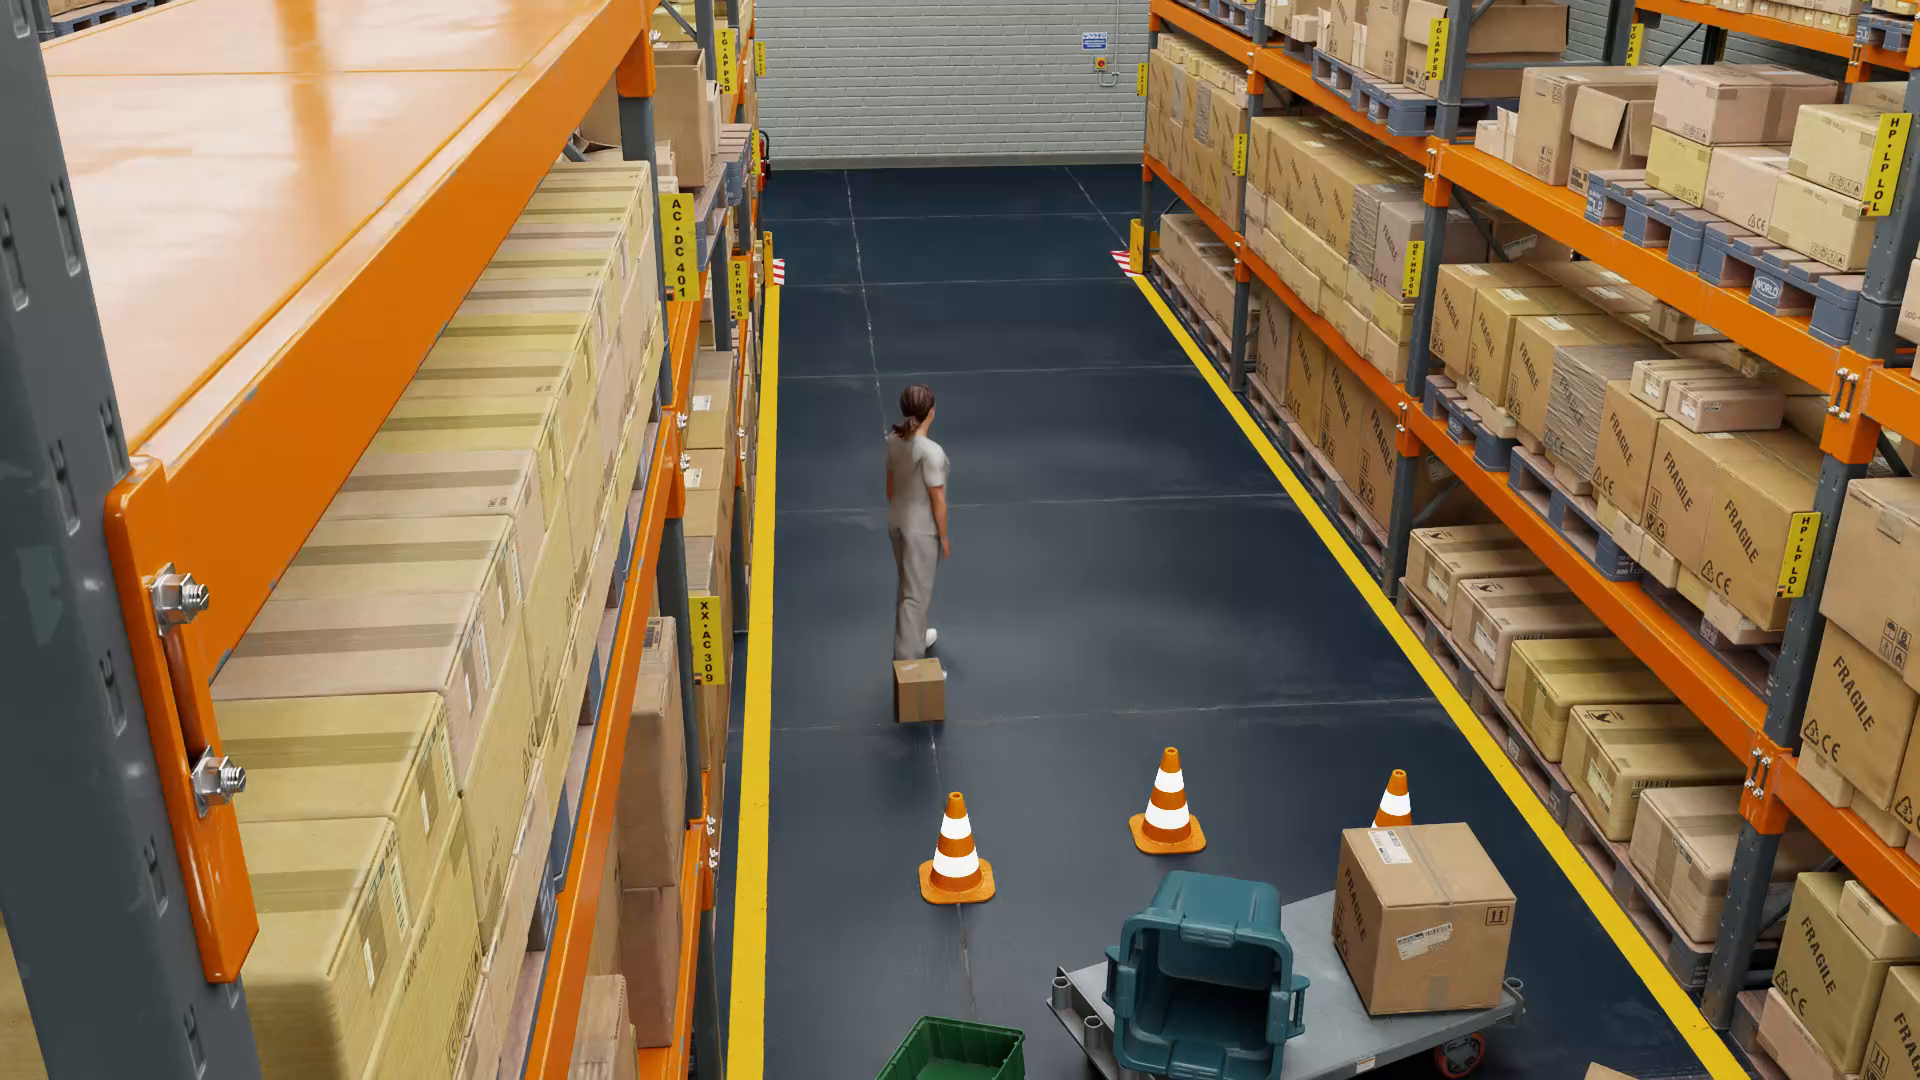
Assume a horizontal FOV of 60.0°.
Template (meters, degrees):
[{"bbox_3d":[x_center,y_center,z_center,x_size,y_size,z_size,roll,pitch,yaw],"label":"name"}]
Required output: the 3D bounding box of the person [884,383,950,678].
[{"bbox_3d":[-0.217,-0.053,9.179,0.496,1.669,0.519,-16,28,-32],"label":"person"}]
